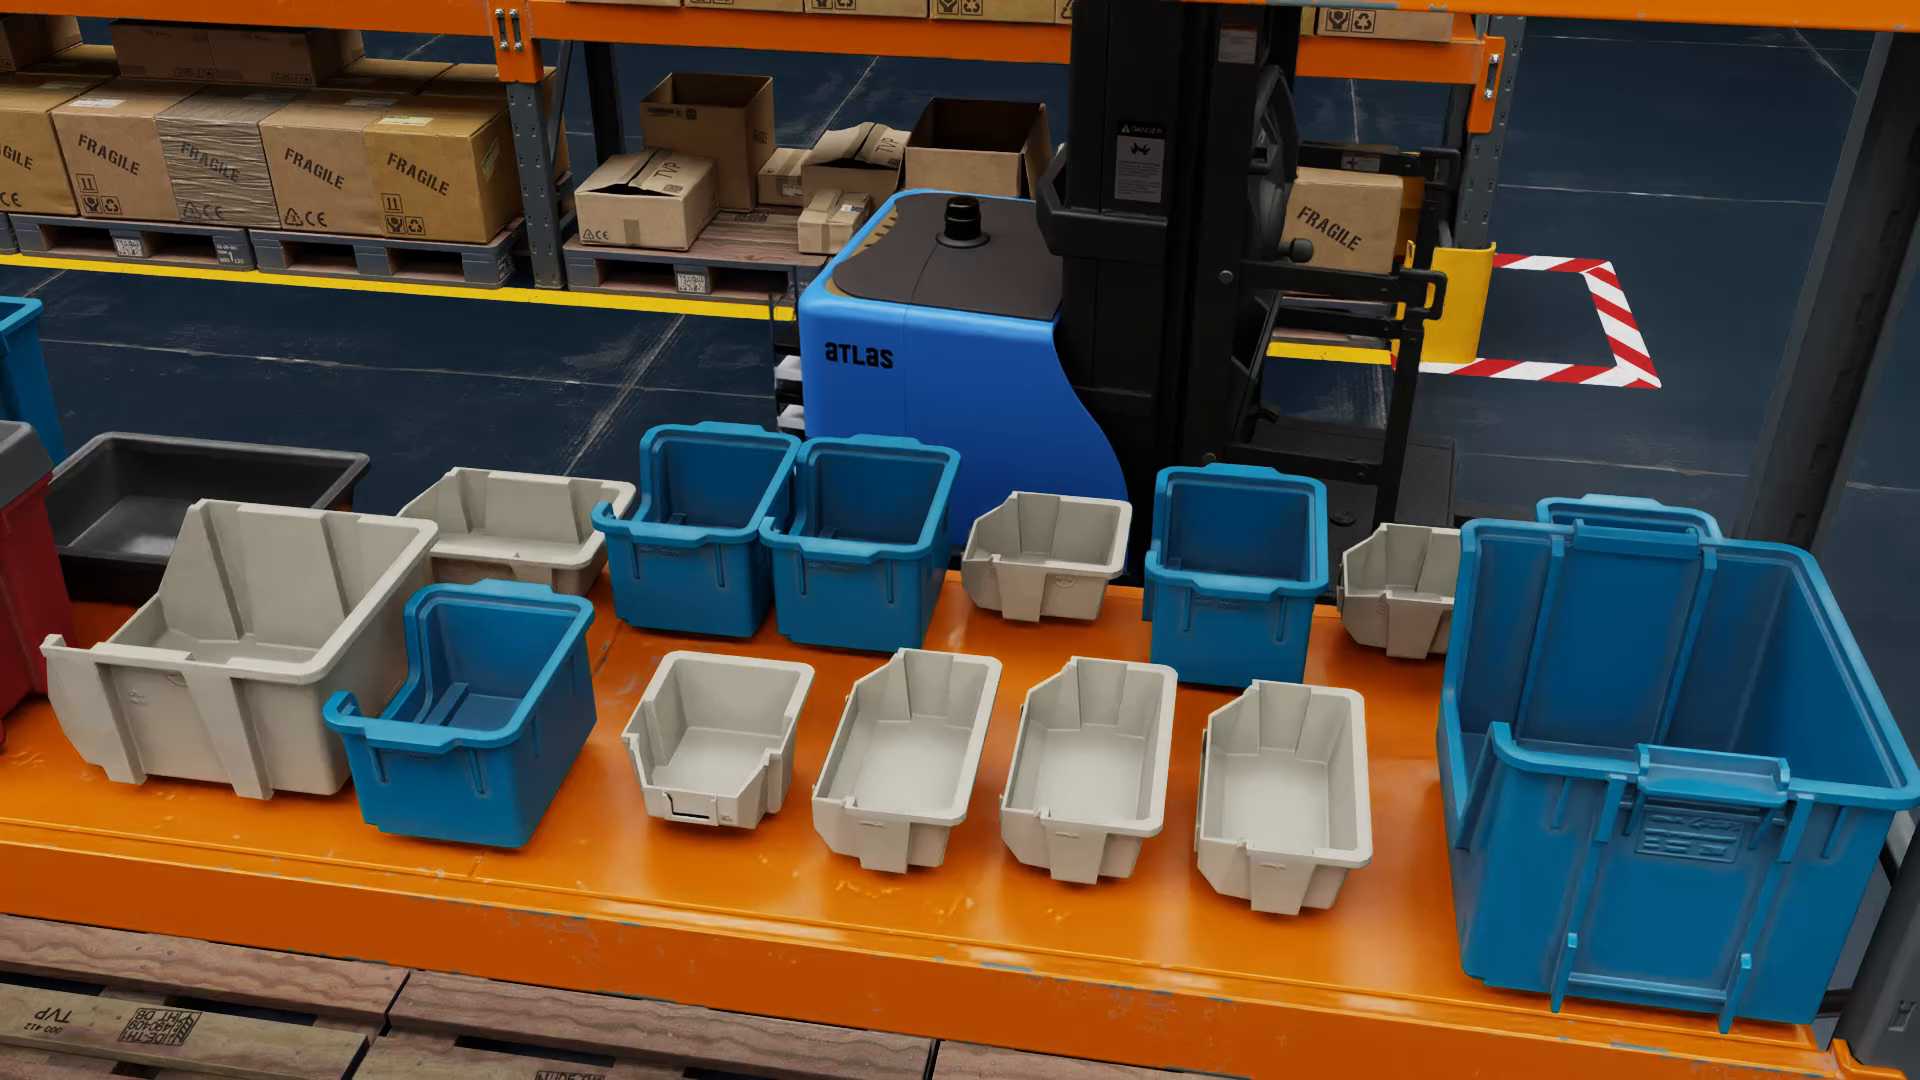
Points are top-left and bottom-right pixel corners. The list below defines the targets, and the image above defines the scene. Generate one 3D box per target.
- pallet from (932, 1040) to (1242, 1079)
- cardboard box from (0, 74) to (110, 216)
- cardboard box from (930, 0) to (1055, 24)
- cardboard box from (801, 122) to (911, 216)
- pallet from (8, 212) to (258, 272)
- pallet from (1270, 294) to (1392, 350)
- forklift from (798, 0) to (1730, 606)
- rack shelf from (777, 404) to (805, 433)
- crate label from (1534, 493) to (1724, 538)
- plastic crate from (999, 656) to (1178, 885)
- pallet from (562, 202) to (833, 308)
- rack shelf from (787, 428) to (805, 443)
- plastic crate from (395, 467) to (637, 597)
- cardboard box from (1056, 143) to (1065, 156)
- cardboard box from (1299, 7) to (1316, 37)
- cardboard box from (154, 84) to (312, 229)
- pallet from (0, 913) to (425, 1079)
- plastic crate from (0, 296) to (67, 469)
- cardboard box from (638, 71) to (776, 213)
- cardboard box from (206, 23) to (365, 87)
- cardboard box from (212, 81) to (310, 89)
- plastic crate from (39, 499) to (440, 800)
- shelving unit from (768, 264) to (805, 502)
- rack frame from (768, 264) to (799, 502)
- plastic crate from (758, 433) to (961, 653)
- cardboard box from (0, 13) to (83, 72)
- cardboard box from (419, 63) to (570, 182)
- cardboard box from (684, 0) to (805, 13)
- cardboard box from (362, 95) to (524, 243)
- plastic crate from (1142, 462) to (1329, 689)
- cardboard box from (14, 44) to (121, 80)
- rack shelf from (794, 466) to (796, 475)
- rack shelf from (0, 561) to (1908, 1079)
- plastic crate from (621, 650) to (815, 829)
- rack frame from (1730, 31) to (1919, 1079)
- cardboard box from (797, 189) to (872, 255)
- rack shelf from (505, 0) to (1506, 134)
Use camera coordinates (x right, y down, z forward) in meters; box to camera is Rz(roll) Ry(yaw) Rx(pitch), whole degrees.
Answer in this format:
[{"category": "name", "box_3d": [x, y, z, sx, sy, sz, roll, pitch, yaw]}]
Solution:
[{"category": "pallet", "box_3d": [0.508, 1.366, 3.368, 1.213, 0.211, 1.003, 5, 32, 8]}, {"category": "cardboard box", "box_3d": [-4.323, -1.872, 7.855, 0.500, 0.500, 0.500, 5, 32, 8]}, {"category": "cardboard box", "box_3d": [0.165, -2.389, 6.645, 0.500, 0.500, 0.500, 5, 32, 8]}, {"category": "cardboard box", "box_3d": [-0.443, -1.746, 7.833, 0.500, 0.311, 0.500, 5, 32, 8]}, {"category": "pallet", "box_3d": [-3.806, -1.648, 8.183, 1.213, 0.211, 1.003, 5, 32, 8]}, {"category": "pallet", "box_3d": [1.291, -1.207, 7.480, 1.213, 0.211, 1.003, 5, 32, 8]}, {"category": "forklift", "box_3d": [1.080, -1.075, 4.705, 3.031, 2.935, 1.130, 9, 33, 14]}, {"category": "rack shelf", "box_3d": [-0.480, -0.428, 5.648, 0.200, 0.077, 0.258, 9, 33, 14]}, {"category": "crate label", "box_3d": [1.127, 0.129, 2.817, 0.303, 0.233, 0.416, 5, 32, 8]}, {"category": "plastic crate", "box_3d": [0.197, 0.353, 2.551, 0.243, 0.136, 0.396, 5, 32, 8]}, {"category": "pallet", "box_3d": [-1.114, -1.425, 7.828, 1.213, 0.211, 1.003, 5, 32, 8]}, {"category": "rack shelf", "box_3d": [-0.480, -0.352, 5.696, 0.200, 0.077, 0.258, 9, 33, 14]}, {"category": "plastic crate", "box_3d": [-0.861, 0.006, 3.106, 0.466, 0.136, 0.293, 5, 32, 8]}, {"category": "cardboard box", "box_3d": [0.678, -1.619, 7.687, 0.500, 0.250, 0.500, 5, 32, 8]}, {"category": "cardboard box", "box_3d": [1.152, -2.297, 6.498, 0.500, 0.500, 0.500, 5, 32, 9]}, {"category": "cardboard box", "box_3d": [-3.306, -1.784, 7.714, 0.500, 0.500, 0.500, 6, 32, 9]}, {"category": "pallet", "box_3d": [-1.897, 1.148, 3.716, 1.213, 0.211, 1.003, 5, 32, 8]}, {"category": "plastic crate", "box_3d": [-2.111, -0.234, 3.256, 0.575, 0.384, 0.392, 5, 32, 8]}, {"category": "cardboard box", "box_3d": [-1.182, -1.894, 7.889, 0.500, 0.500, 0.500, 5, 32, 8]}, {"category": "cardboard box", "box_3d": [-3.213, -2.374, 7.950, 0.500, 0.250, 0.500, 5, 32, 8]}, {"category": "cardboard box", "box_3d": [-3.246, -2.057, 8.151, 0.500, 0.500, 0.500, 6, 32, 9]}, {"category": "plastic crate", "box_3d": [-1.154, 0.179, 2.693, 0.530, 0.282, 0.437, 5, 32, 8]}, {"category": "shelving unit", "box_3d": [-0.480, -0.456, 5.631, 0.210, 0.900, 0.258, 9, 33, 14]}, {"category": "rack frame", "box_3d": [-0.578, -0.471, 5.655, 0.006, 0.900, 0.240, 9, 33, 14]}, {"category": "plastic crate", "box_3d": [-0.171, 0.012, 3.005, 0.300, 0.233, 0.416, 5, 32, 8]}, {"category": "cardboard box", "box_3d": [-4.717, -2.507, 8.163, 0.500, 0.250, 0.500, 6, 33, 10]}, {"category": "cardboard box", "box_3d": [-2.227, -1.967, 8.006, 0.500, 0.500, 0.500, 4, 32, 6]}, {"category": "cardboard box", "box_3d": [-0.829, -2.480, 6.790, 0.500, 0.500, 0.500, 6, 32, 9]}, {"category": "cardboard box", "box_3d": [-2.326, -1.690, 7.565, 0.500, 0.500, 0.500, 5, 32, 8]}, {"category": "plastic crate", "box_3d": [0.478, 0.071, 2.911, 0.300, 0.233, 0.416, 5, 32, 8]}, {"category": "cardboard box", "box_3d": [-4.263, -2.146, 8.293, 0.500, 0.500, 0.500, 4, 32, 6]}, {"category": "rack shelf", "box_3d": [-0.480, -0.275, 5.744, 0.200, 0.077, 0.258, 9, 33, 14]}, {"category": "rack shelf", "box_3d": [-0.657, 0.405, 2.954, 4.000, 0.370, 1.077, 5, 32, 8]}, {"category": "plastic crate", "box_3d": [-0.376, 0.324, 2.597, 0.250, 0.136, 0.298, 5, 32, 8]}, {"category": "rack frame", "box_3d": [1.314, 0.280, 2.476, 0.053, 2.616, 0.949, 5, 32, 8]}, {"category": "cardboard box", "box_3d": [-0.560, -1.432, 7.467, 0.250, 0.166, 0.380, 5, 32, 8]}, {"category": "rack shelf", "box_3d": [0.180, -2.186, 7.093, 4.000, 0.370, 1.077, 5, 32, 8]}]
